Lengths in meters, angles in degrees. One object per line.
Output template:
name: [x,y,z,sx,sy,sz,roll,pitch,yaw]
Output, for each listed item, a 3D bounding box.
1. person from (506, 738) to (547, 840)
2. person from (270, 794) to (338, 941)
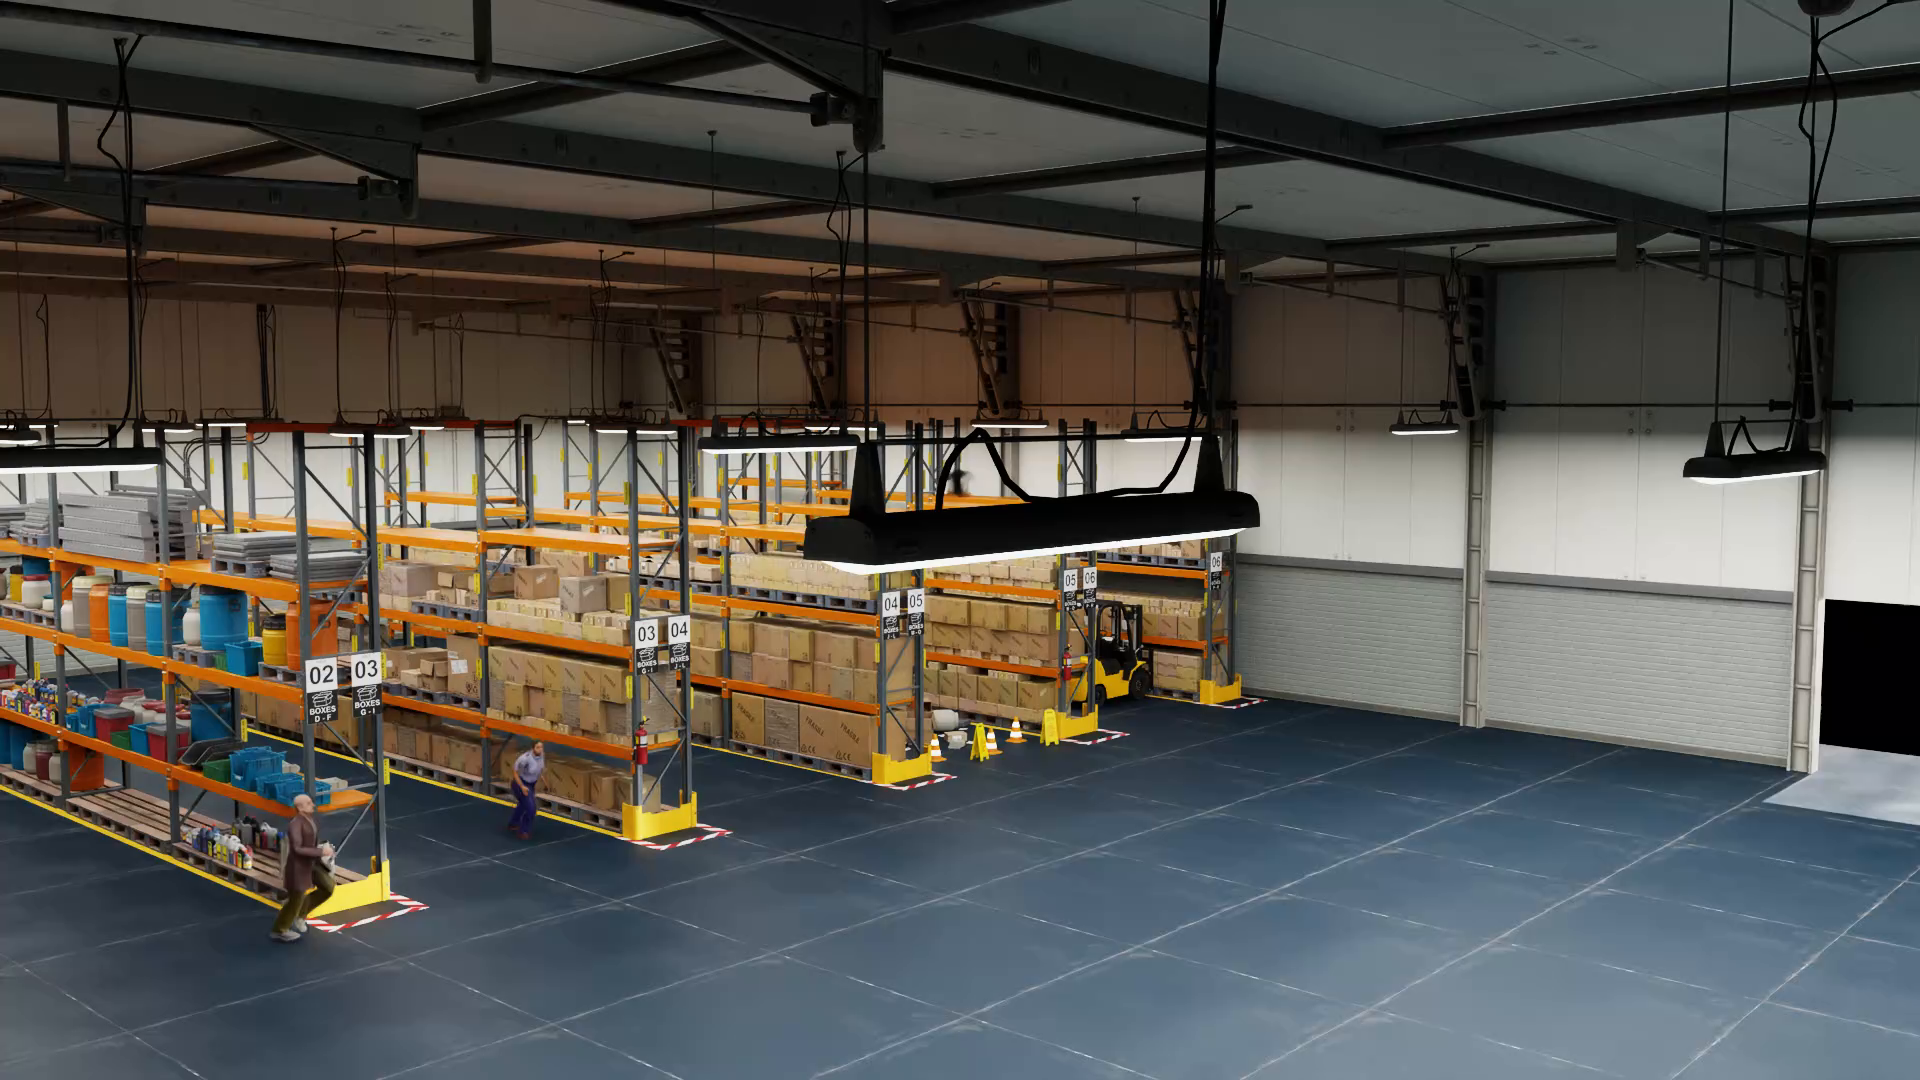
person: [-6.371,3.654,24.334,0.778,1.430,0.694,1,5,14]
person: [-7.722,3.838,19.643,0.813,1.708,0.718,0,5,5]
